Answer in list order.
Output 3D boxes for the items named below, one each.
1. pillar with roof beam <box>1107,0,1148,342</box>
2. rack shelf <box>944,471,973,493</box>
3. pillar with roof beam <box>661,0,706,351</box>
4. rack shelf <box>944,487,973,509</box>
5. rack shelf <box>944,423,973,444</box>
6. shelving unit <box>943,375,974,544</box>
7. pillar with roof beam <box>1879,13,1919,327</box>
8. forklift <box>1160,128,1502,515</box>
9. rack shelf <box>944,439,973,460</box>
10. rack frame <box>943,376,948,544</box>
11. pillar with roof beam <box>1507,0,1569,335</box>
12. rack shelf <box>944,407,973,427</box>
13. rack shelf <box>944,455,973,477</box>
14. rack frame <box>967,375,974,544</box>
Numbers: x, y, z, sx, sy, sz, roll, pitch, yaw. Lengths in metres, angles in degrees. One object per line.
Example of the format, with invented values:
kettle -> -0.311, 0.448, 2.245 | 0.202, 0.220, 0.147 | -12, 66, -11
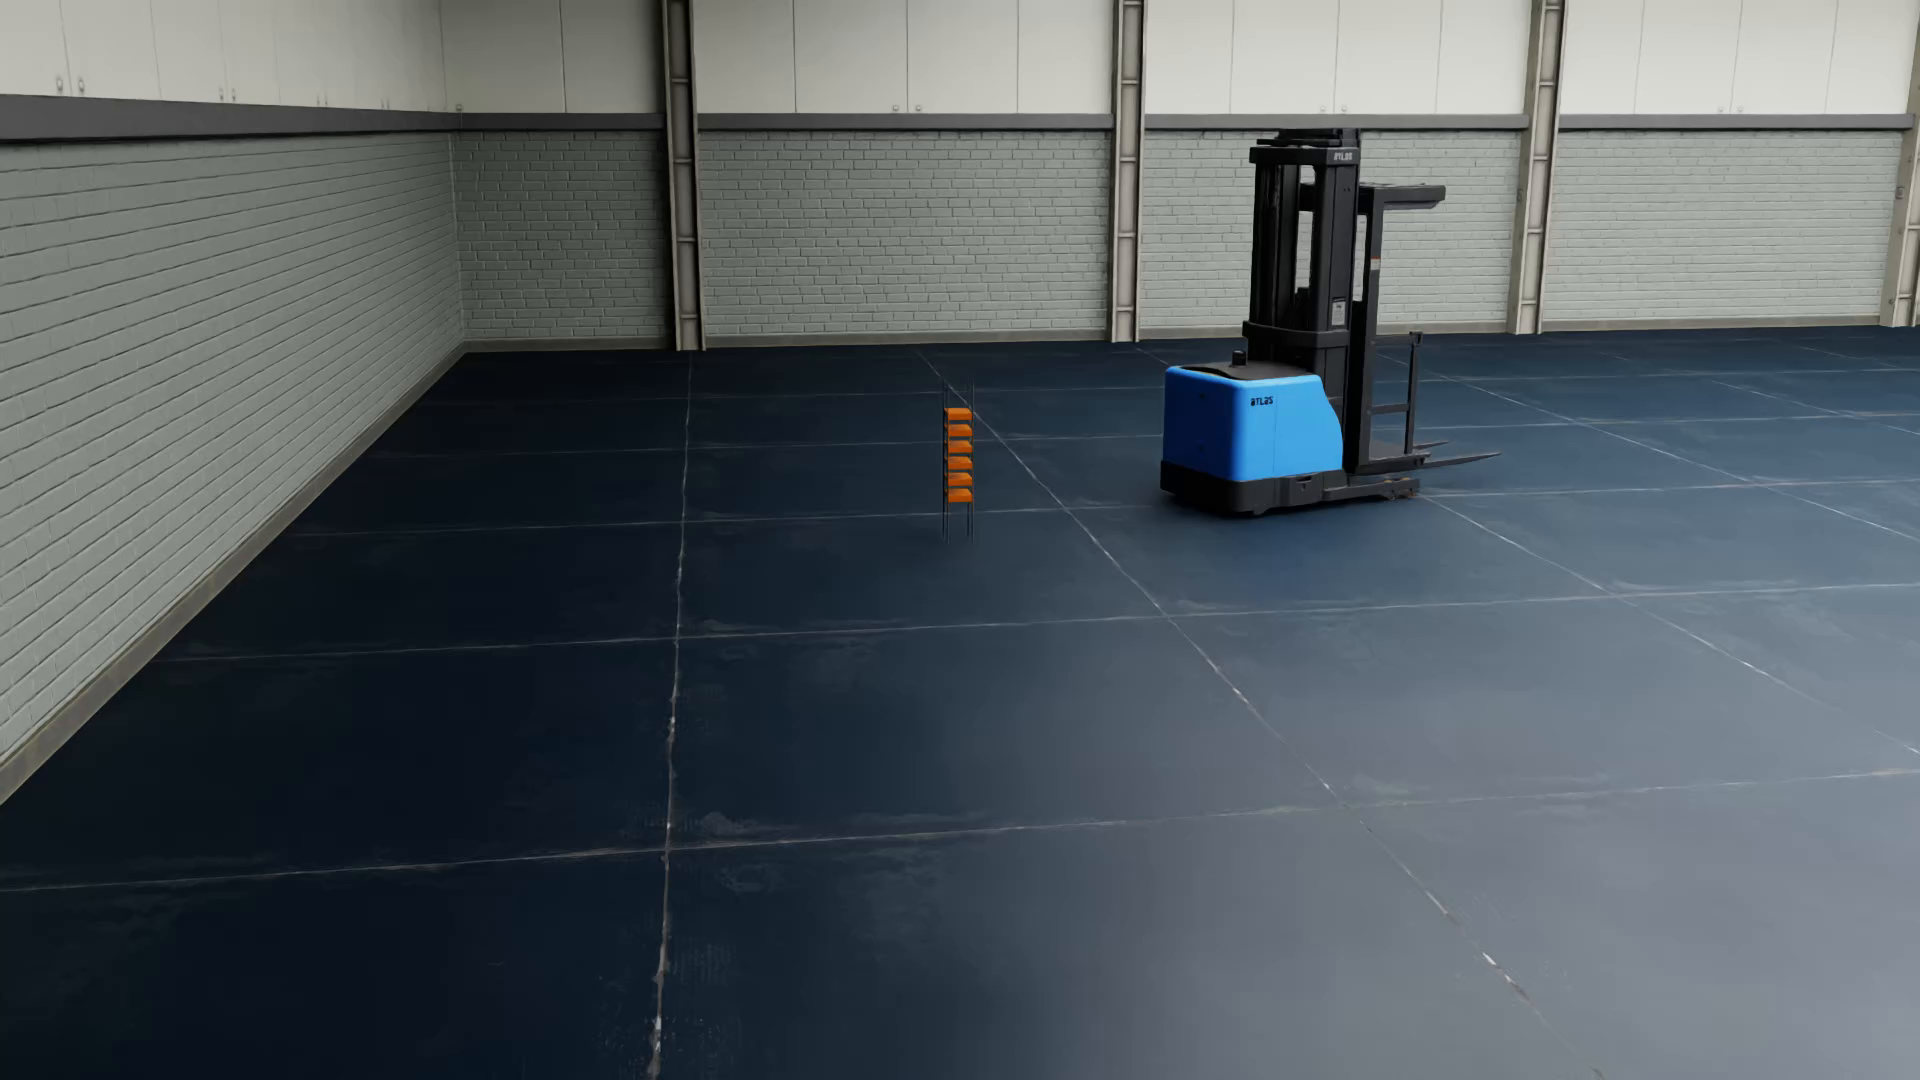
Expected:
pillar with roof beam -> 2.930, -6.134, 18.181 | 0.400, 9.000, 9.100 | -2, 14, -8
rack shelf -> -0.014, -0.422, 12.114 | 0.180, 0.103, 0.258 | -2, 14, -8
pillar with roof beam -> -3.003, -5.916, 17.314 | 0.400, 9.000, 9.100 | -2, 14, -8
rack shelf -> -0.014, -0.306, 12.143 | 0.180, 0.103, 0.258 | -2, 14, -8
rack shelf -> -0.014, -0.771, 12.026 | 0.180, 0.103, 0.258 | -2, 14, -8
shelving unit -> -0.014, -0.581, 12.074 | 0.189, 1.200, 0.258 | -2, 14, -8
pillar with roof beam -> 14.796, -6.569, 19.915 | 0.400, 9.000, 9.100 | -2, 14, -8
forklift -> 3.179, -1.848, 13.567 | 3.031, 2.935, 1.130 | -8, 16, -28
rack shelf -> -0.014, -0.655, 12.055 | 0.180, 0.103, 0.258 | -2, 14, -8
rack frame -> -0.105, -0.578, 12.061 | 0.006, 1.200, 0.240 | -2, 14, -8
pillar with roof beam -> 8.863, -6.351, 19.048 | 0.400, 9.000, 9.100 | -2, 14, -8
rack shelf -> -0.014, -0.888, 11.997 | 0.180, 0.103, 0.258 | -2, 14, -8
rack shelf -> -0.014, -0.538, 12.085 | 0.180, 0.103, 0.258 | -2, 14, -8
rack frame -> 0.076, -0.585, 12.087 | 0.006, 1.200, 0.240 | -2, 14, -8
